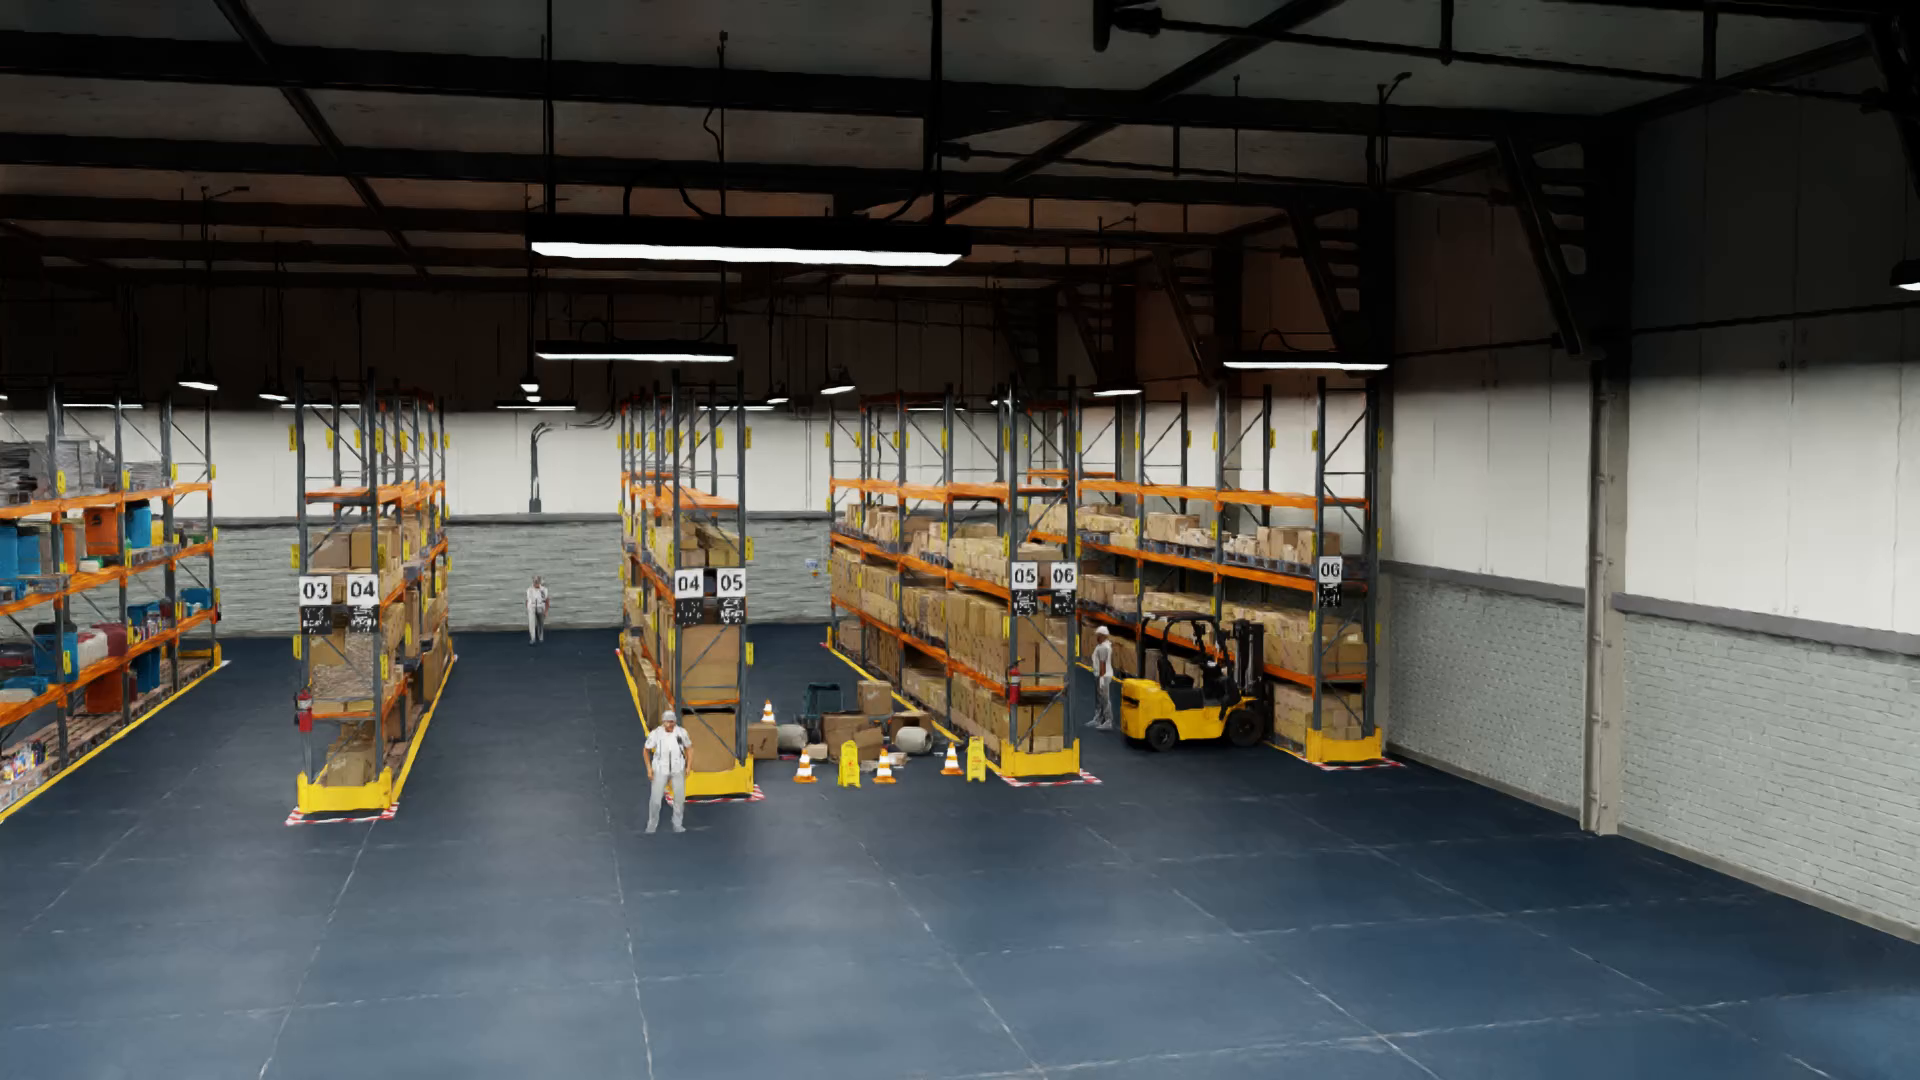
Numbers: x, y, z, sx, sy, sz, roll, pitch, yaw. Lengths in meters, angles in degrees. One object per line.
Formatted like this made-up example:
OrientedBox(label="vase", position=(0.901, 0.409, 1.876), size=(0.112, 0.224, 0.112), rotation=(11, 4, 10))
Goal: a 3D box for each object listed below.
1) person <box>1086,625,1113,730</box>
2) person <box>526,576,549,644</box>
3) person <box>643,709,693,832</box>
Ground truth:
OrientedBox(label="person", position=(2.425, 2.371, 28.877), size=(0.490, 1.785, 0.616), rotation=(1, 3, 10))
OrientedBox(label="person", position=(-10.416, 1.701, 41.011), size=(0.540, 1.676, 1.130), rotation=(-1, 4, -16))
OrientedBox(label="person", position=(-3.714, 2.941, 21.176), size=(0.625, 1.611, 0.582), rotation=(-1, 4, -15))
